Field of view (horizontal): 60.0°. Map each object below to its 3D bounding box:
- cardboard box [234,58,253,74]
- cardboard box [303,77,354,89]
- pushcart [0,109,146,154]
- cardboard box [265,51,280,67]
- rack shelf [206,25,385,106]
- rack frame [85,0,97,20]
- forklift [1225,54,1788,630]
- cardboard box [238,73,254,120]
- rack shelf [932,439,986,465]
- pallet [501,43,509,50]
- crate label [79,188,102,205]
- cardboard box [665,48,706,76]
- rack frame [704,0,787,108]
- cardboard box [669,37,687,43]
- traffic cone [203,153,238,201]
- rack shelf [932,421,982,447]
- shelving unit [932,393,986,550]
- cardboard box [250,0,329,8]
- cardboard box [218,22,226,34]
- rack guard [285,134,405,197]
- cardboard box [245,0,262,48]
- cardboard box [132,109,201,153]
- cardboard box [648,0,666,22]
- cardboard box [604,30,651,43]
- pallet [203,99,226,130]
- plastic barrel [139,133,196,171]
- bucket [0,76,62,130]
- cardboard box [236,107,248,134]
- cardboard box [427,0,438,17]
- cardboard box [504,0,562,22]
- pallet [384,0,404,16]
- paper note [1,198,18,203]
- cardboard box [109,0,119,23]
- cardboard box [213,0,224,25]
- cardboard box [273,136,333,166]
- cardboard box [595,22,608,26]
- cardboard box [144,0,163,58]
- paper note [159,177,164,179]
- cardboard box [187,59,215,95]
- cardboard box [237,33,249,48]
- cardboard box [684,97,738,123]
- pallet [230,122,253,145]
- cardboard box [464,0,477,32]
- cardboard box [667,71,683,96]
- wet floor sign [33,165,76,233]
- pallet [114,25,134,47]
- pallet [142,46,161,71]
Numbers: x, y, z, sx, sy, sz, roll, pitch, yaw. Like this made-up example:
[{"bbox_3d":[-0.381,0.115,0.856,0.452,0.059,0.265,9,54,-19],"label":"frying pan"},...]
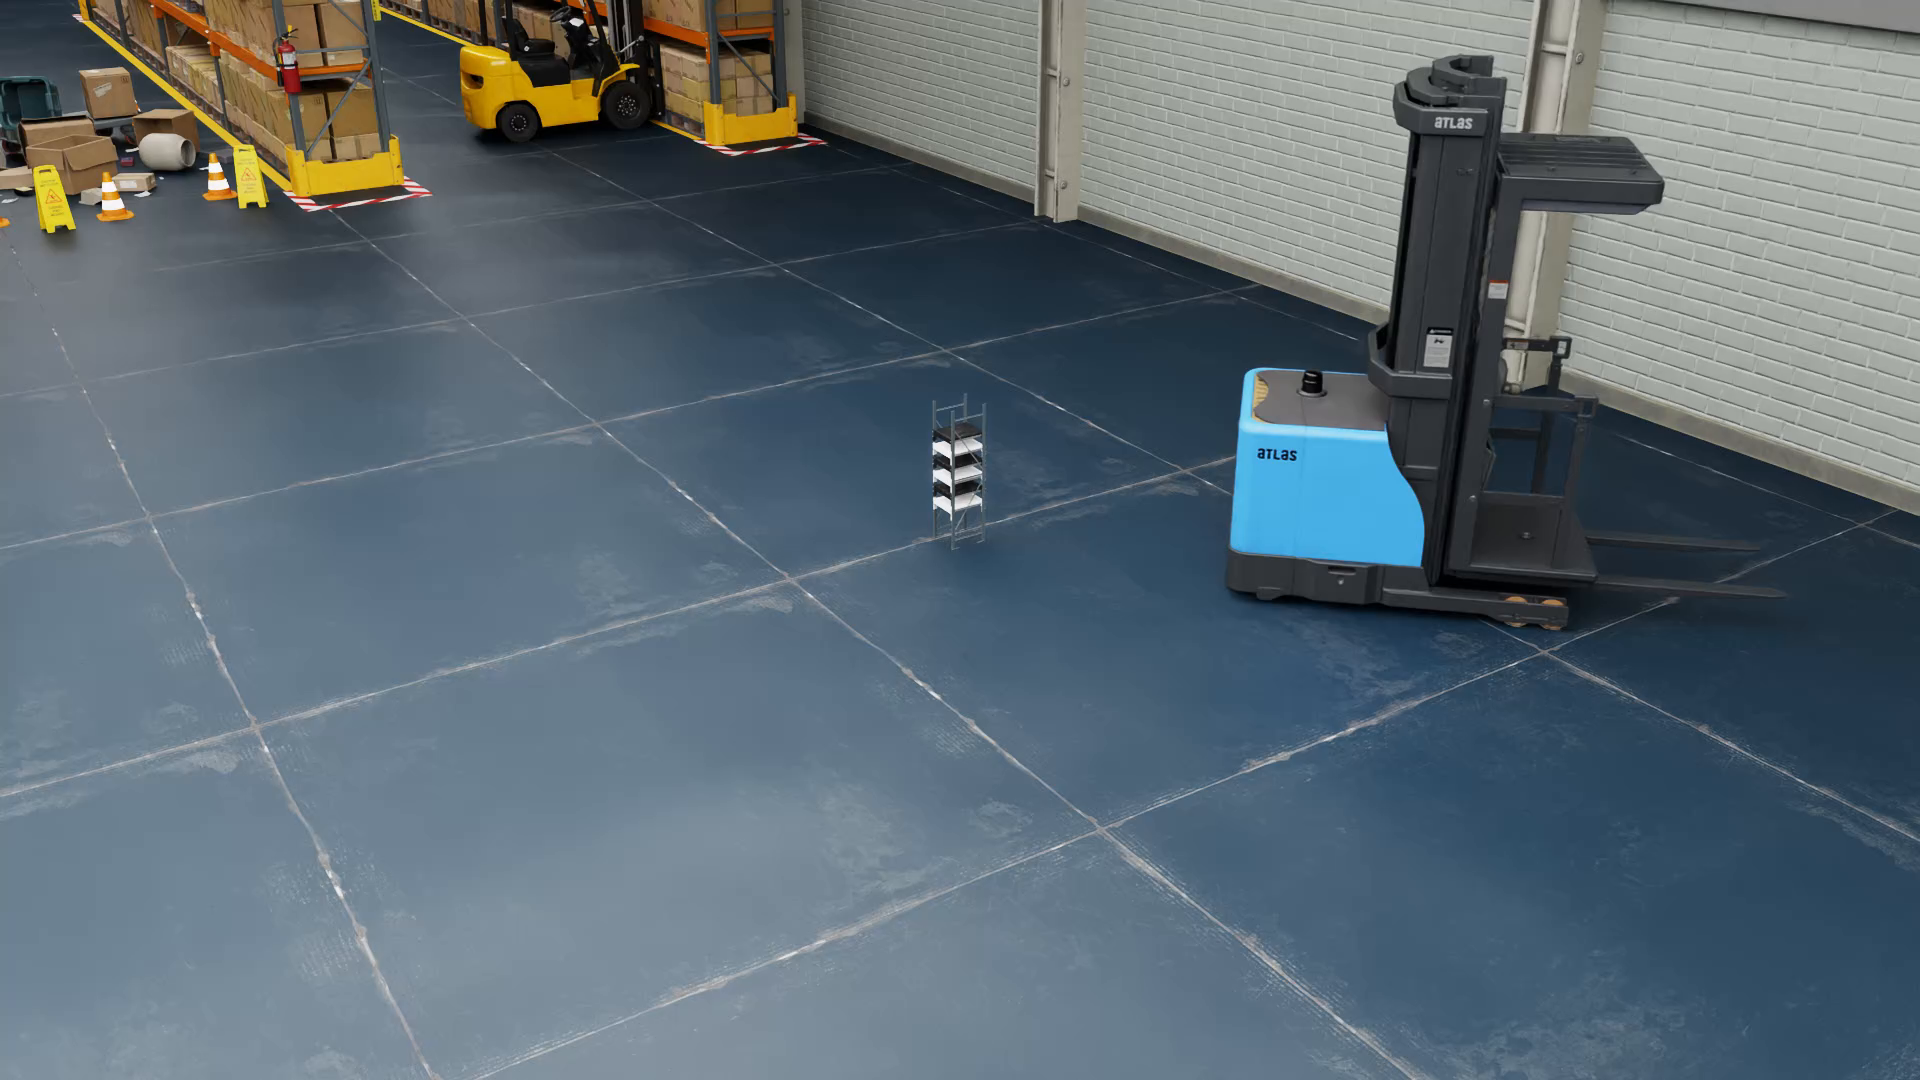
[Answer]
[{"bbox_3d":[-8.430,-5.671,19.841,0.380,0.149,0.250,-14,29,-27],"label":"cardboard box"},{"bbox_3d":[-7.303,-5.106,19.404,0.500,0.500,0.500,-17,30,-31],"label":"cardboard box"},{"bbox_3d":[-10.858,-4.969,20.334,0.936,0.377,1.648,18,31,33],"label":"pushcart"},{"bbox_3d":[-7.406,-5.308,18.275,0.380,0.149,0.250,-16,30,-30],"label":"cardboard box"},{"bbox_3d":[-7.883,-5.663,19.576,1.077,0.370,4.000,-16,29,-30],"label":"rack shelf"},{"bbox_3d":[-15.526,-10.996,30.030,1.000,3.000,0.127,-16,29,-30],"label":"rack frame"},{"bbox_3d":[3.092,-1.074,9.092,3.031,2.935,1.130,5,26,10],"label":"forklift"},{"bbox_3d":[-8.296,-5.341,19.901,0.500,0.500,0.500,-14,29,-27],"label":"cardboard box"},{"bbox_3d":[-0.004,-0.542,10.001,0.258,0.077,0.200,-16,29,-30],"label":"rack shelf"},{"bbox_3d":[-6.585,-7.728,26.374,1.003,0.211,1.213,-16,29,-30],"label":"pallet"},{"bbox_3d":[-9.333,-3.718,17.966,0.298,0.136,0.250,12,28,24],"label":"crate label"},{"bbox_3d":[-3.431,-6.103,21.223,0.500,0.250,0.500,-15,29,-29],"label":"cardboard box"},{"bbox_3d":[-2.635,-6.431,20.360,1.000,3.000,0.127,-16,29,-30],"label":"rack frame"},{"bbox_3d":[-3.552,-6.590,22.254,0.500,0.250,0.500,-16,30,-31],"label":"cardboard box"},{"bbox_3d":[-8.107,-3.979,18.137,0.336,0.463,0.334,-16,29,-30],"label":"traffic cone"},{"bbox_3d":[-0.004,-0.624,9.963,0.258,0.077,0.200,-16,29,-30],"label":"rack shelf"},{"bbox_3d":[-0.004,-0.410,10.064,0.258,0.900,0.210,-16,29,-30],"label":"shelving unit"},{"bbox_3d":[-7.253,-6.037,17.888,0.700,0.500,0.500,-16,30,-31],"label":"cardboard box"},{"bbox_3d":[-8.891,-6.325,20.428,0.380,0.149,0.250,-15,29,-28],"label":"cardboard box"},{"bbox_3d":[-6.833,-4.170,18.498,1.175,0.500,0.348,-16,29,-30],"label":"rack guard"},{"bbox_3d":[-7.588,-5.763,18.479,0.500,0.500,0.500,-15,29,-29],"label":"cardboard box"},{"bbox_3d":[-9.530,-4.874,19.987,0.500,0.500,0.500,3,25,6],"label":"cardboard box"},{"bbox_3d":[-3.679,-6.962,21.368,0.500,0.500,0.500,-16,30,-31],"label":"cardboard box"},{"bbox_3d":[-4.547,-6.829,22.761,0.500,0.250,0.500,-15,29,-29],"label":"cardboard box"},{"bbox_3d":[-9.401,-5.721,22.122,1.003,0.211,1.213,-16,29,-30],"label":"pallet"},{"bbox_3d":[-9.188,-4.494,19.274,0.512,0.421,0.421,3,25,6],"label":"plastic barrel"},{"bbox_3d":[-11.061,-5.210,19.827,0.726,0.611,0.620,-6,16,-12],"label":"bucket"},{"bbox_3d":[-8.579,-5.188,20.456,0.500,0.250,0.500,-14,29,-27],"label":"cardboard box"},{"bbox_3d":[-9.110,-9.558,29.419,0.500,0.500,0.500,-14,29,-27],"label":"cardboard box"},{"bbox_3d":[-6.673,-8.183,26.359,0.875,0.625,0.625,-15,29,-28],"label":"cardboard box"},{"bbox_3d":[-10.230,-10.145,31.494,1.003,0.211,1.213,-16,29,-30],"label":"pallet"},{"bbox_3d":[-10.295,-3.682,18.016,0.144,0.017,0.142,-6,26,-12],"label":"paper note"},{"bbox_3d":[-14.084,-9.166,28.663,0.875,0.438,0.875,-17,30,-31],"label":"cardboard box"},{"bbox_3d":[-8.675,-6.487,20.013,0.500,0.500,0.500,-16,29,-30],"label":"cardboard box"},{"bbox_3d":[-7.471,-4.455,18.902,0.500,0.250,0.500,-16,29,-30],"label":"cardboard box"},{"bbox_3d":[-5.113,-7.162,24.198,0.875,0.625,0.625,-14,29,-27],"label":"cardboard box"},{"bbox_3d":[-11.950,-7.950,25.574,0.875,0.875,0.875,-15,29,-29],"label":"cardboard box"},{"bbox_3d":[-9.127,-4.138,19.004,0.032,0.001,0.123,-16,29,-30],"label":"paper note"},{"bbox_3d":[-10.040,-6.397,22.874,0.950,0.372,0.625,-14,29,-28],"label":"cardboard box"},{"bbox_3d":[-8.221,-5.860,19.443,0.380,0.149,0.250,-16,29,-30],"label":"cardboard box"},{"bbox_3d":[-3.156,-5.472,21.057,0.500,0.250,0.500,-15,29,-29],"label":"cardboard box"},{"bbox_3d":[-8.579,-5.211,21.041,1.003,0.211,1.213,-16,29,-30],"label":"pallet"},{"bbox_3d":[-7.965,-8.822,27.859,0.500,0.500,0.500,-14,29,-27],"label":"cardboard box"},{"bbox_3d":[-3.427,-5.887,21.350,0.500,0.250,0.500,-16,30,-30],"label":"cardboard box"},{"bbox_3d":[-9.209,-3.470,16.845,0.267,0.644,0.232,-22,33,-38],"label":"wet floor sign"},{"bbox_3d":[-13.692,-8.595,28.209,1.003,0.211,1.213,-16,29,-30],"label":"pallet"},{"bbox_3d":[-12.188,-7.609,26.122,1.003,0.211,1.213,-16,29,-30],"label":"pallet"}]
